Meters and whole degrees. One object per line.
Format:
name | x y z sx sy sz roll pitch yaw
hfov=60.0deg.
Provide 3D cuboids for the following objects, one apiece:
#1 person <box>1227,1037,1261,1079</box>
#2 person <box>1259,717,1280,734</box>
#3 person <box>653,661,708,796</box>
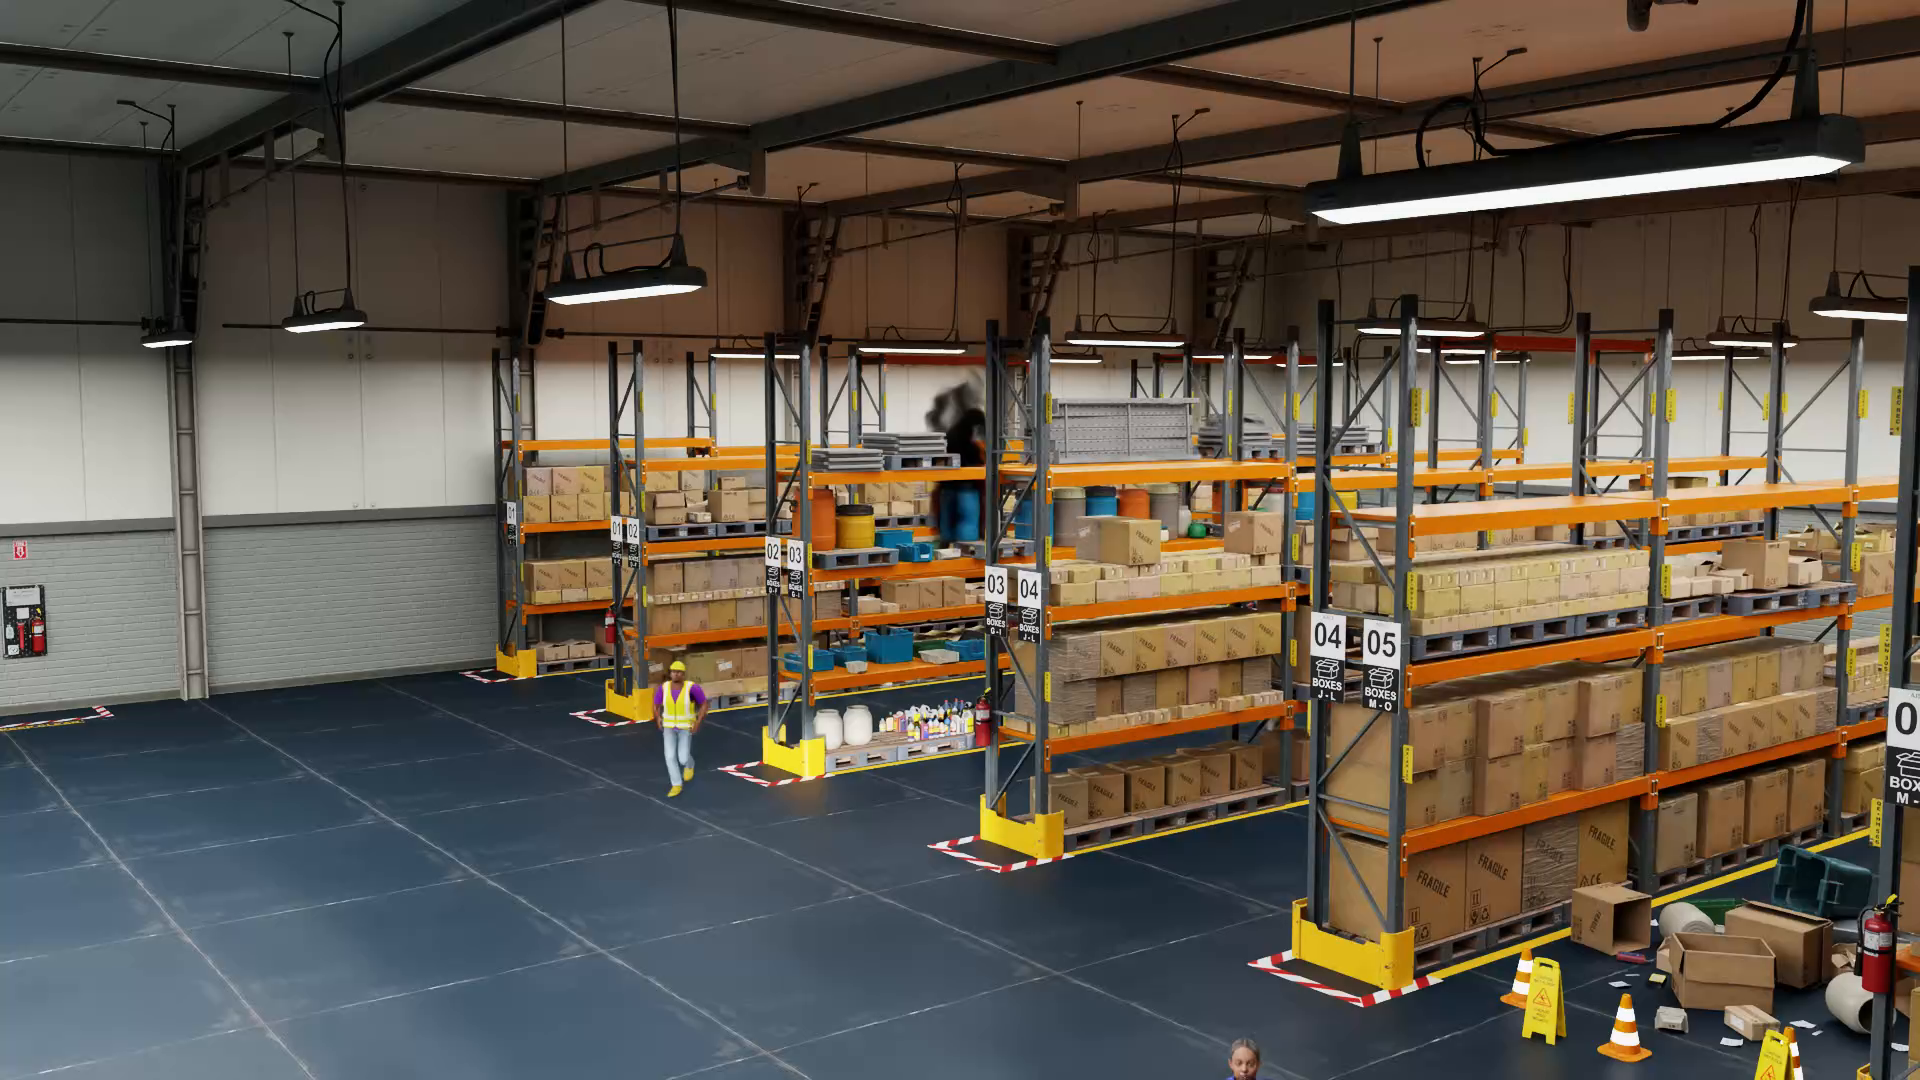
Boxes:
person | 1.564 3.552 9.091 0.564 1.614 0.559 1 5 12
person | 4.445 2.241 23.519 0.644 1.748 0.656 -4 6 -39
person | -3.639 2.413 21.612 0.724 1.723 0.642 0 5 2
